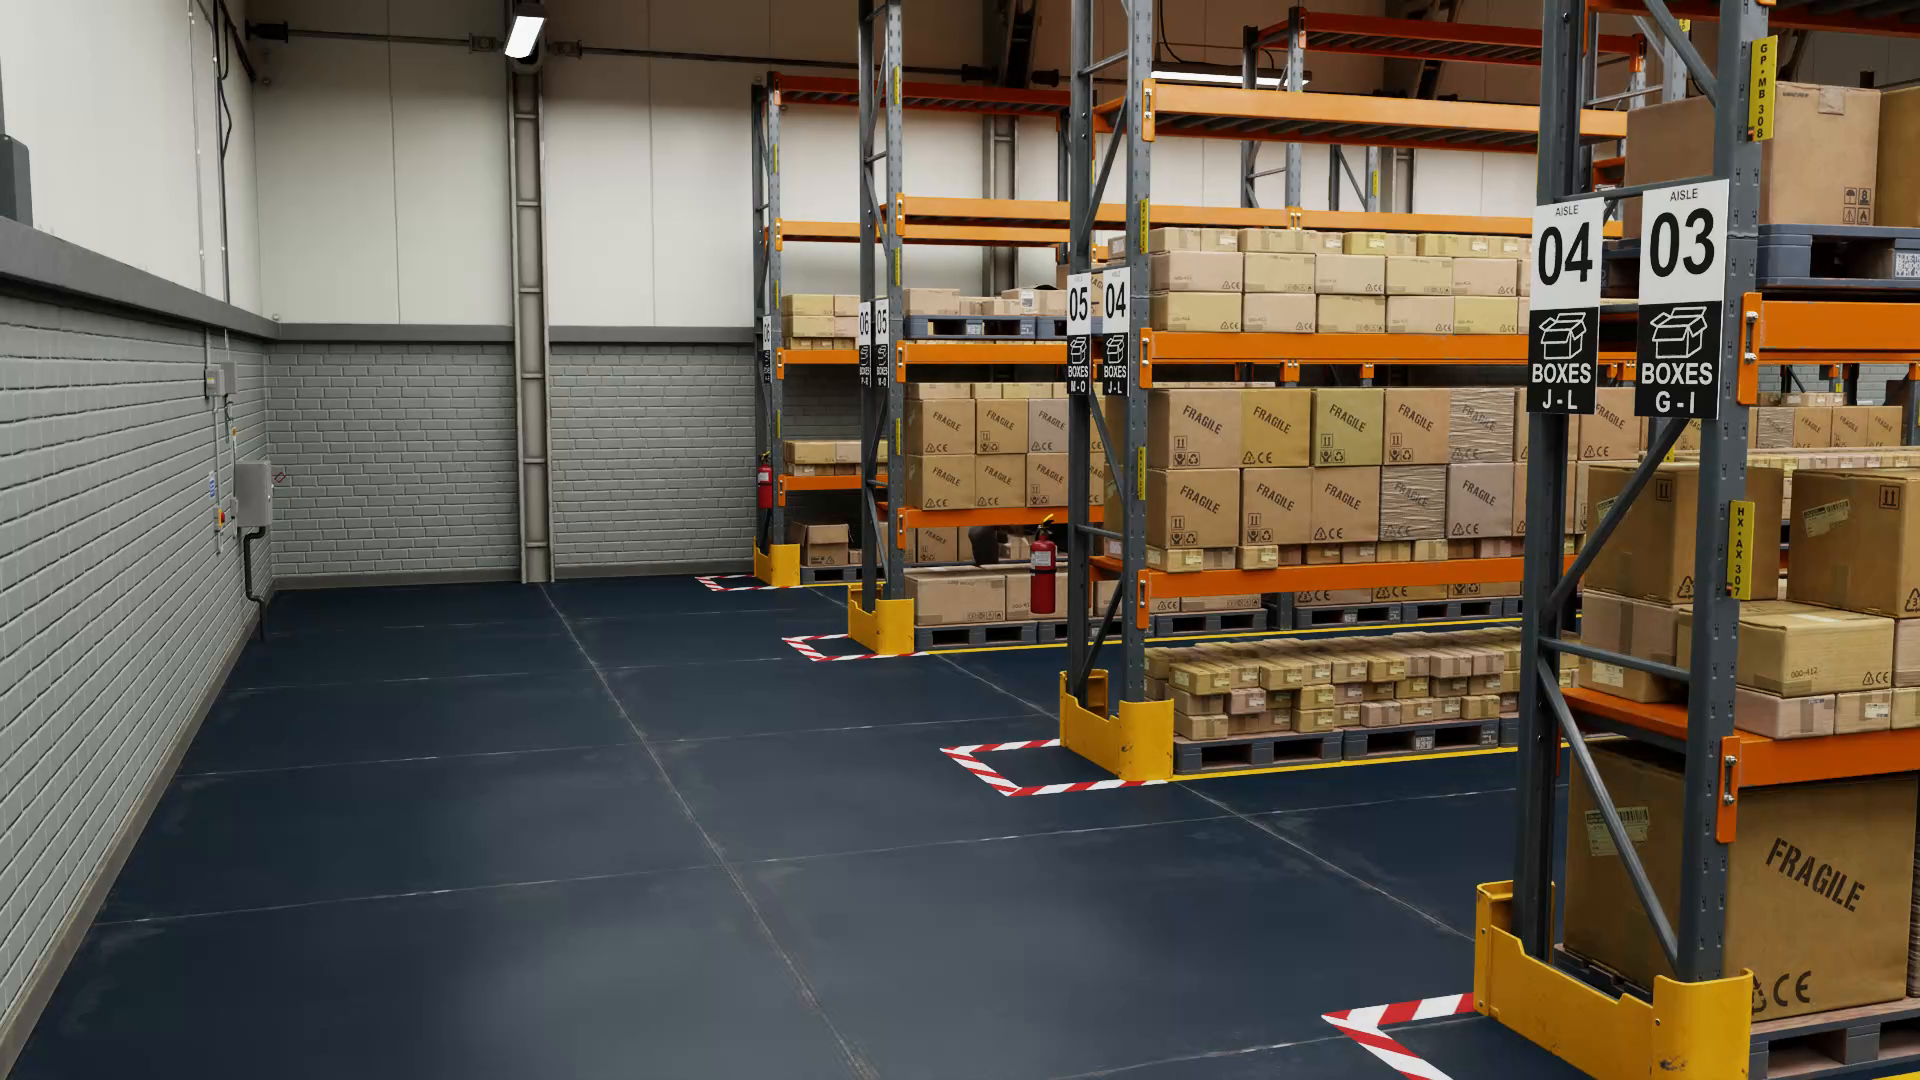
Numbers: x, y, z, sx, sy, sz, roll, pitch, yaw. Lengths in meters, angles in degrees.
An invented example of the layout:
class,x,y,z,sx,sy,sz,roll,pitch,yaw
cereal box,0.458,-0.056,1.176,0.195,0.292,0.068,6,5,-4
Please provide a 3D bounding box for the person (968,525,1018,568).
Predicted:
class,x,y,z,sx,sy,sz,roll,pitch,yaw
person,0.330,-0.037,17.501,0.517,1.646,0.450,-2,6,-17
